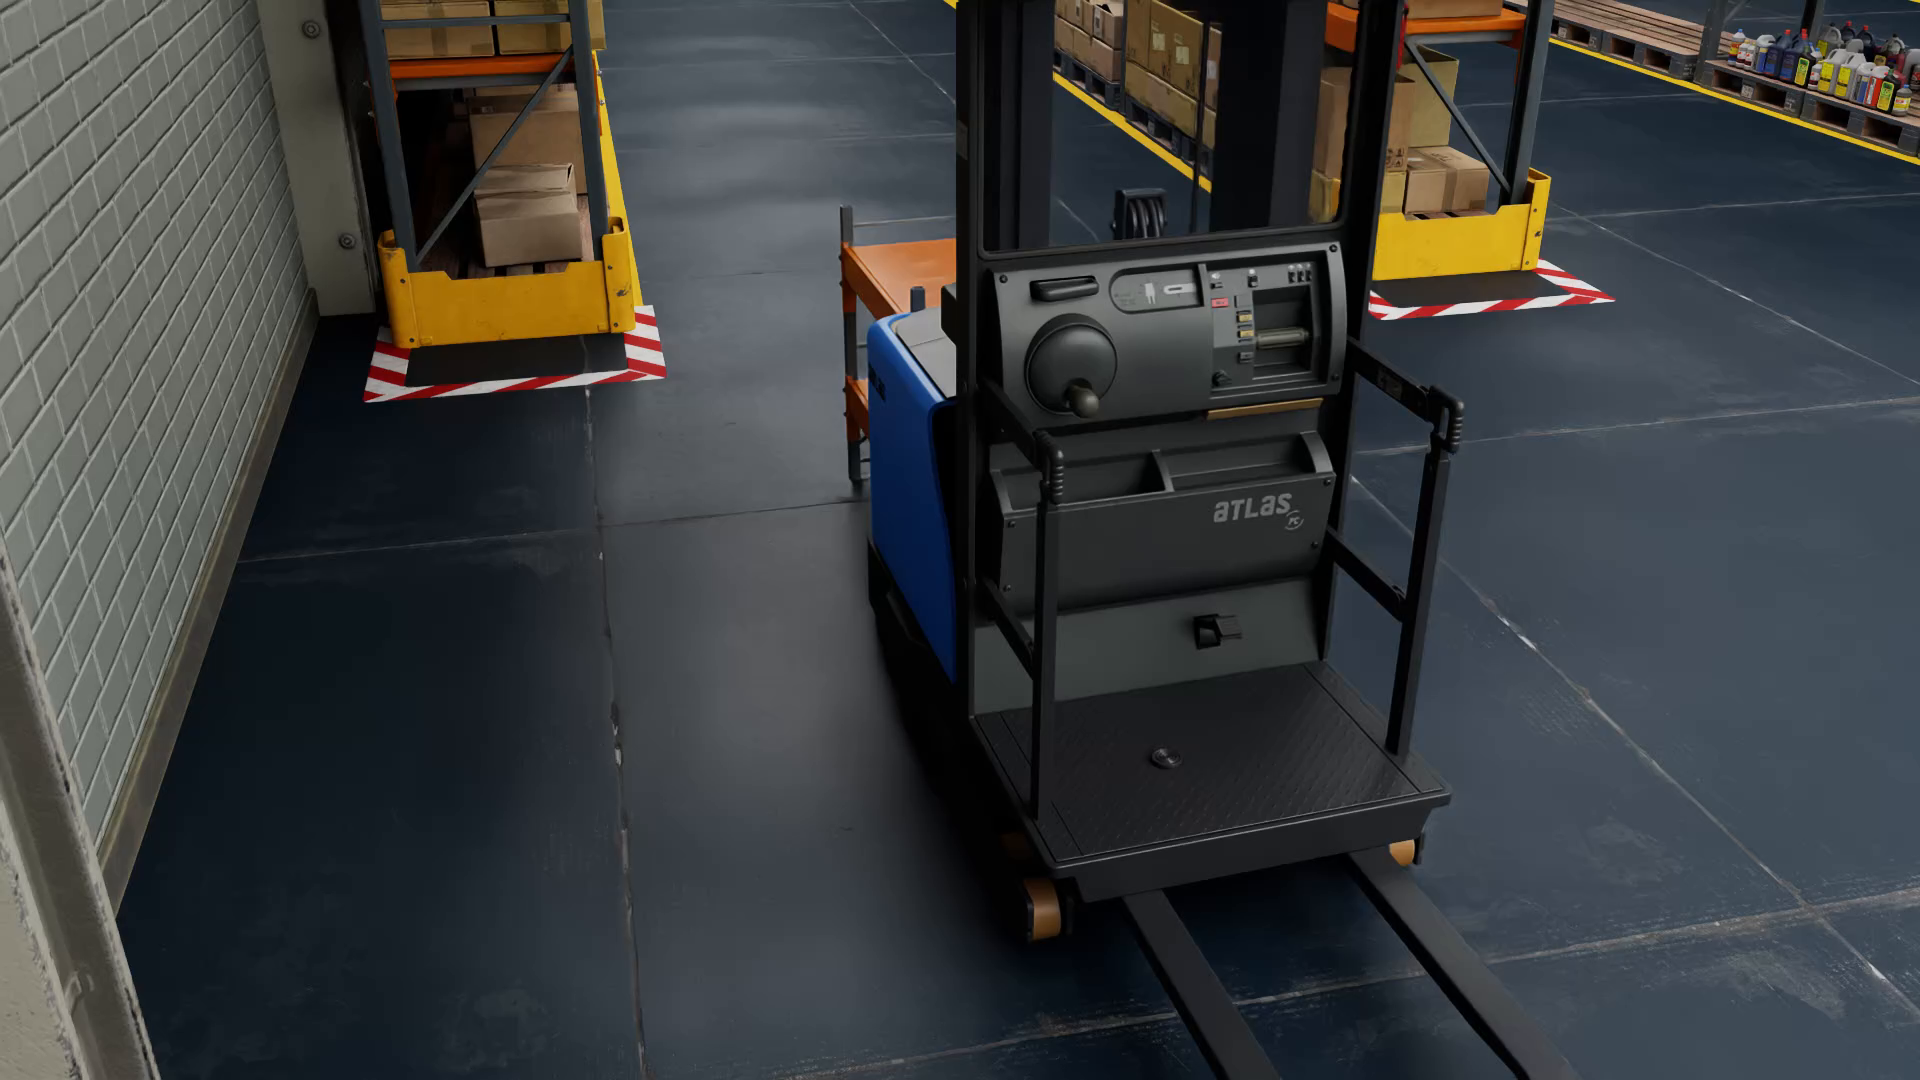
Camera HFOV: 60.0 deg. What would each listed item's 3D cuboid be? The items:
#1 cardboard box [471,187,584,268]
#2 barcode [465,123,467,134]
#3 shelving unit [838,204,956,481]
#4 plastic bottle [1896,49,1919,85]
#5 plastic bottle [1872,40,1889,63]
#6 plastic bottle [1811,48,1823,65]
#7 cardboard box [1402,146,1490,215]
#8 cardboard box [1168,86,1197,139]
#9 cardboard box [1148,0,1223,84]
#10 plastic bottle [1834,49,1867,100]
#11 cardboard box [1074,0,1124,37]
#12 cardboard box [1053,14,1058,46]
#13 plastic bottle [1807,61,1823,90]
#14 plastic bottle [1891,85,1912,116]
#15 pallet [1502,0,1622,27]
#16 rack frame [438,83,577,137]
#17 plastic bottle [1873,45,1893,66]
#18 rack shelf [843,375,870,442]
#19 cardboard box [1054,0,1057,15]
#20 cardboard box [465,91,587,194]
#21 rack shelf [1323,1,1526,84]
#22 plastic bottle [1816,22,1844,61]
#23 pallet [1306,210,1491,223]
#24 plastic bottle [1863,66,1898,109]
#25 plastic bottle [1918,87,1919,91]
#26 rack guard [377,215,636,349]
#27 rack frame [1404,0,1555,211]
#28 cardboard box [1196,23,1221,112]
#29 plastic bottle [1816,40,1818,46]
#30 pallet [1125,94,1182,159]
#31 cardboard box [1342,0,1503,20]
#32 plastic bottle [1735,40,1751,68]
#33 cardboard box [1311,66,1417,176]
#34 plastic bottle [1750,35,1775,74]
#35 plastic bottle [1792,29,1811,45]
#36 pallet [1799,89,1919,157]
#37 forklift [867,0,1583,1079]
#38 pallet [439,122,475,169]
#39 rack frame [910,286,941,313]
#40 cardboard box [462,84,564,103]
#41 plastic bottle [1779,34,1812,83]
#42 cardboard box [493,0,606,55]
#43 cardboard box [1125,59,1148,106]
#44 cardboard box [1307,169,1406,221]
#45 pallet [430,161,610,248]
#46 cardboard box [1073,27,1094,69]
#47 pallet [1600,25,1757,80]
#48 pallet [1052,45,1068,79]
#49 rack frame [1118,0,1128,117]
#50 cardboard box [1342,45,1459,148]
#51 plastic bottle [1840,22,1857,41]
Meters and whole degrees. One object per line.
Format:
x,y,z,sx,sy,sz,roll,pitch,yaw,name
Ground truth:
-2.279,-1.676,8.736,0.500,0.311,0.500,-9,28,-17,cardboard box
-3.213,-2.674,10.816,0.001,0.075,0.075,-6,27,-12,barcode
-0.063,-0.560,6.111,0.538,1.125,1.048,-8,28,-15,shelving unit
7.115,-3.558,12.504,0.152,0.276,0.135,-5,27,-11,plastic bottle
7.087,-3.707,12.793,0.061,0.283,0.133,-4,27,-8,plastic bottle
6.430,-3.567,12.528,0.097,0.271,0.097,0,27,0,plastic bottle
2.711,-2.089,9.646,0.500,0.250,0.500,-6,27,-12,cardboard box
1.738,-2.913,11.277,0.500,0.250,0.500,-6,27,-12,cardboard box
1.633,-3.468,11.545,0.500,0.500,0.500,-6,27,-12,cardboard box
6.498,-3.395,12.099,0.144,0.351,0.185,-5,27,-9,plastic bottle
1.219,-4.214,13.233,0.500,0.311,0.500,-5,27,-10,cardboard box
0.996,-4.410,14.244,0.500,0.250,0.500,-5,27,-11,cardboard box
6.401,-3.470,12.413,0.097,0.201,0.097,0,27,0,plastic bottle
6.601,-3.082,11.644,0.097,0.201,0.097,0,27,0,plastic bottle
5.775,-5.296,16.508,1.003,0.211,1.213,-6,27,-12,pallet
-3.112,-4.123,11.089,1.000,3.000,0.127,-6,27,-12,rack frame
6.988,-3.611,12.602,0.061,0.283,0.133,-6,27,-12,plastic bottle
-0.063,-0.342,6.221,0.538,0.278,1.000,-8,28,-15,rack shelf
1.000,-4.654,14.105,0.500,0.311,0.500,-6,27,-12,cardboard box
-2.524,-2.337,9.838,0.700,0.500,0.500,-8,28,-15,cardboard box
2.164,-3.428,10.511,1.077,0.370,4.000,-6,27,-12,rack shelf
6.826,-3.874,13.049,0.144,0.351,0.185,-6,27,-12,plastic bottle
2.402,-1.958,9.895,1.003,0.211,1.213,-6,27,-12,pallet
6.571,-3.228,11.851,0.152,0.276,0.135,-6,27,-11,plastic bottle
7.191,-3.462,12.320,0.097,0.271,0.097,0,27,0,plastic bottle
-2.228,-1.284,8.239,1.175,0.500,0.348,-6,27,-12,rack guard
2.615,-2.871,8.610,1.000,3.000,0.127,-6,27,-12,rack frame
1.853,-3.028,10.674,0.500,0.500,0.500,-6,27,-12,cardboard box
6.926,-3.948,13.361,0.097,0.201,0.097,0,27,0,plastic bottle
1.852,-3.029,12.017,1.003,0.211,1.213,-6,27,-12,pallet
2.522,-3.122,8.996,0.700,0.500,0.500,-6,27,-12,cardboard box
6.208,-3.847,13.160,0.097,0.201,0.097,0,27,0,plastic bottle
2.204,-2.371,9.372,0.500,0.500,0.500,-6,27,-12,cardboard box
6.284,-3.786,12.956,0.152,0.276,0.135,-5,27,-10,plastic bottle
6.458,-3.761,12.823,0.144,0.351,0.185,-6,27,-12,plastic bottle
6.929,-3.048,12.055,1.003,0.211,1.213,-6,27,-12,pallet
0.596,-0.489,3.966,1.130,2.935,3.031,-8,28,-15,forklift
-2.926,-2.586,11.140,1.003,0.211,1.213,-6,27,-12,pallet
0.083,-0.340,5.676,0.500,1.125,0.032,-8,28,-15,rack frame
-3.294,-3.525,12.190,0.700,0.500,0.500,-5,27,-10,cardboard box
6.360,-3.663,12.630,0.144,0.351,0.185,-7,28,-14,plastic bottle
-2.011,-2.555,8.127,0.500,0.250,0.500,-7,28,-13,cardboard box
1.523,-3.353,12.149,0.500,0.250,0.500,-6,27,-12,cardboard box
2.206,-2.037,9.542,0.500,0.250,0.500,-6,27,-12,cardboard box
-2.648,-2.050,10.077,1.003,0.211,1.213,-6,27,-12,pallet
1.225,-3.962,13.356,0.500,0.250,0.500,-6,27,-12,cardboard box
6.325,-4.225,14.386,1.003,0.211,1.213,-6,27,-12,pallet
1.231,-4.239,14.413,1.003,0.211,1.213,-6,27,-12,pallet
1.713,-4.627,12.089,1.000,3.000,0.127,-6,27,-12,rack frame
2.596,-2.643,9.911,0.500,0.500,0.500,-6,27,-12,cardboard box
6.966,-3.889,13.078,0.144,0.351,0.185,-7,28,-13,plastic bottle
